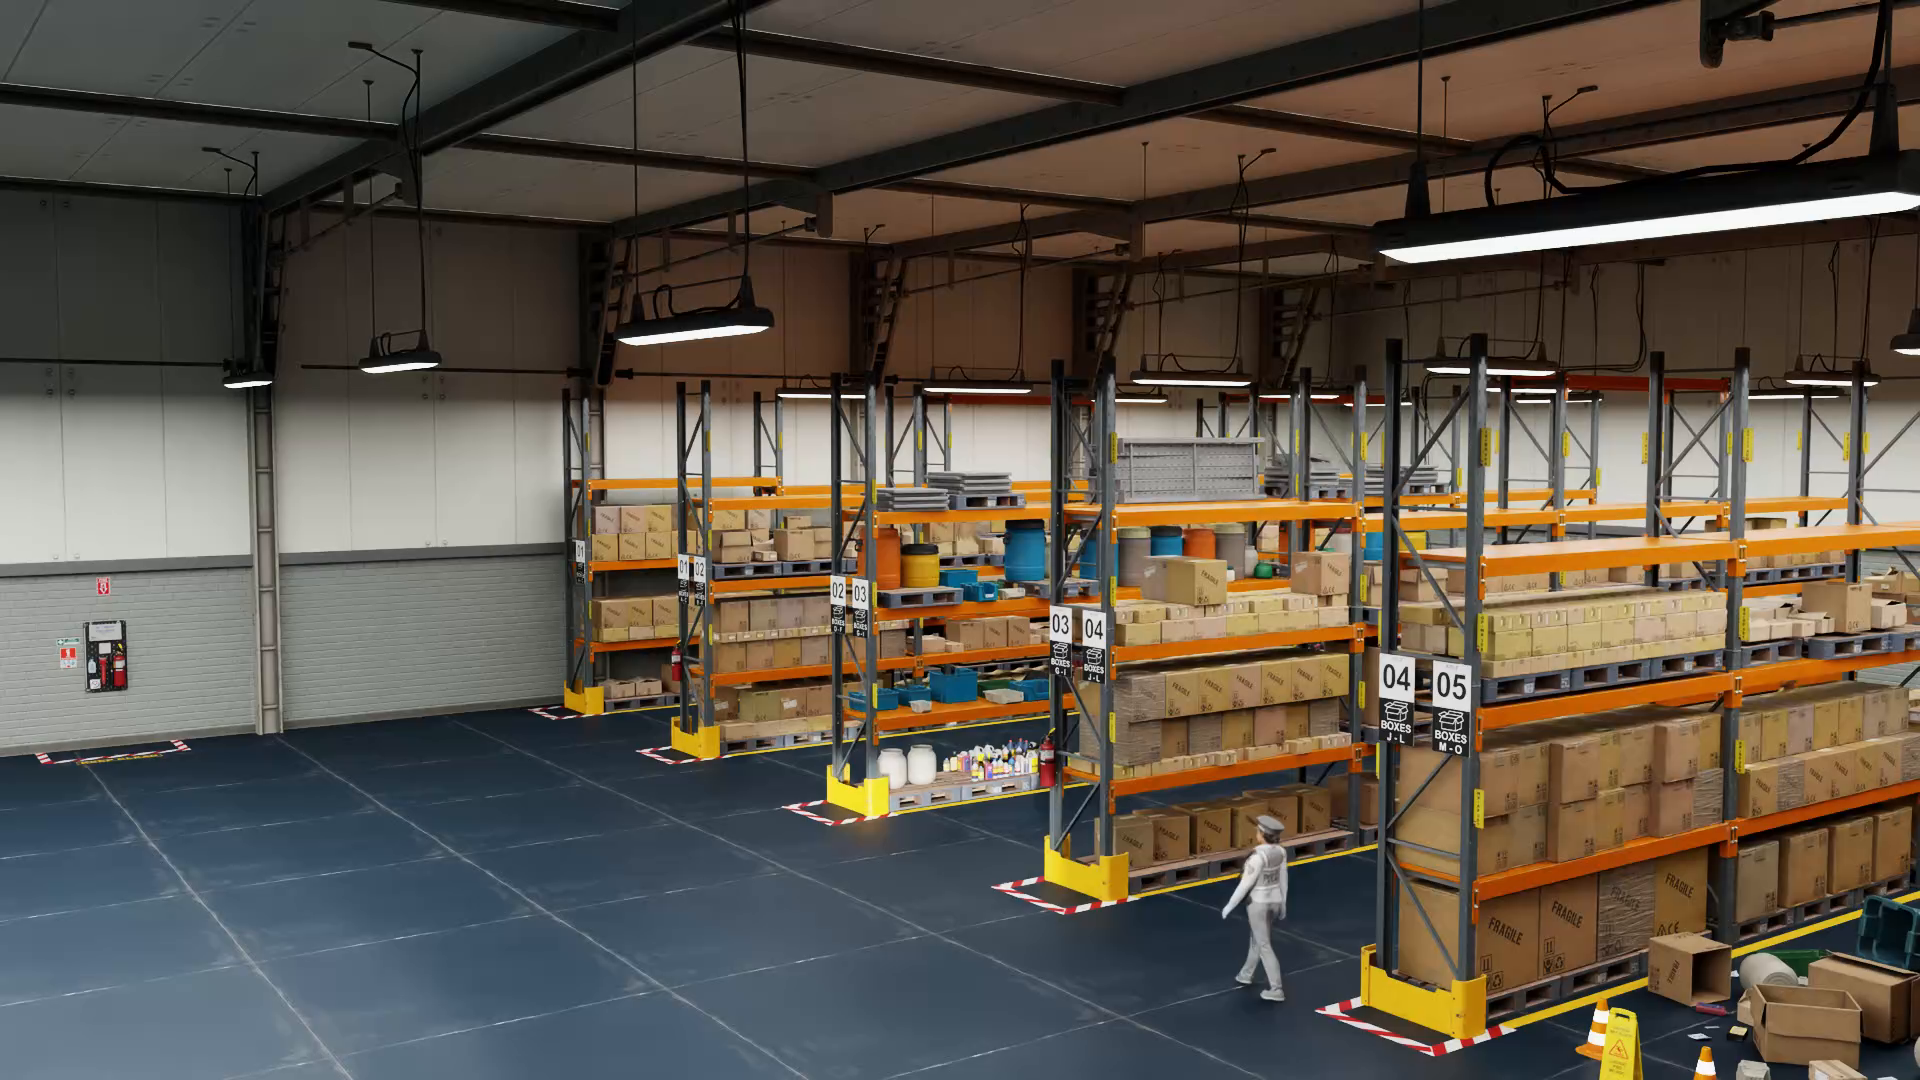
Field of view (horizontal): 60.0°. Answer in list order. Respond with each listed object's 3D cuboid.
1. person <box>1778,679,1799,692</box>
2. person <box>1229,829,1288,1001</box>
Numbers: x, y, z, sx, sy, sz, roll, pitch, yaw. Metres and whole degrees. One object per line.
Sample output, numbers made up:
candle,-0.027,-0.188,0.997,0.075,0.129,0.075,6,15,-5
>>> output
person,12.070,2.746,24.280,1.039,1.722,0.444,-2,4,-34
person,2.717,3.365,15.274,0.603,1.638,0.803,-3,5,-36
